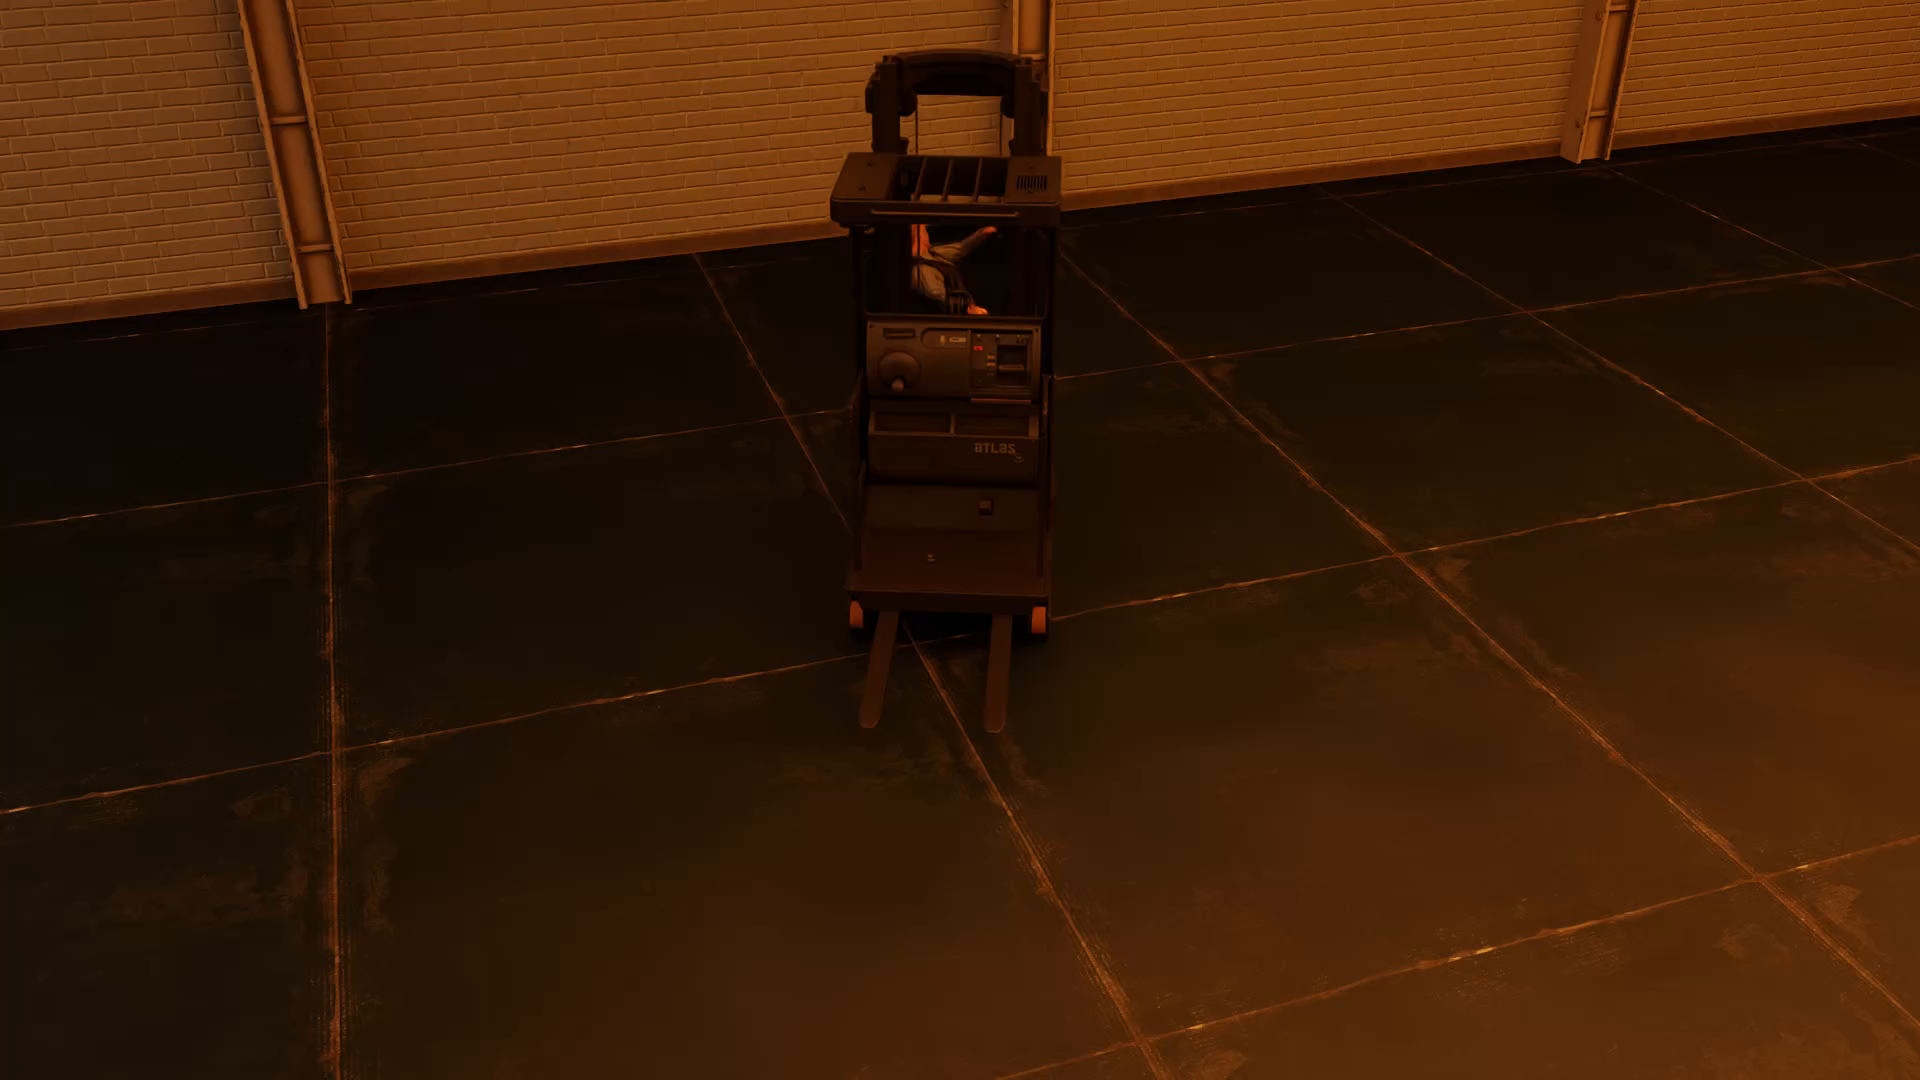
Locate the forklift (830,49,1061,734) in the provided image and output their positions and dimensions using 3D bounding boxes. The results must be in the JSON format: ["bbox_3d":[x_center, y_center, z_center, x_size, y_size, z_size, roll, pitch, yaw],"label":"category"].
[{"bbox_3d":[-0.046,-0.917,8.681,1.130,2.935,3.031,2,30,3],"label":"forklift"}]

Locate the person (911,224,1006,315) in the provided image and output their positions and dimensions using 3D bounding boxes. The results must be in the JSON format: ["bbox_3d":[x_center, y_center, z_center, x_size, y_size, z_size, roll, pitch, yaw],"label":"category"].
[{"bbox_3d":[-0.004,-1.309,10.793,0.711,1.464,1.051,-6,30,-10],"label":"person"}]
